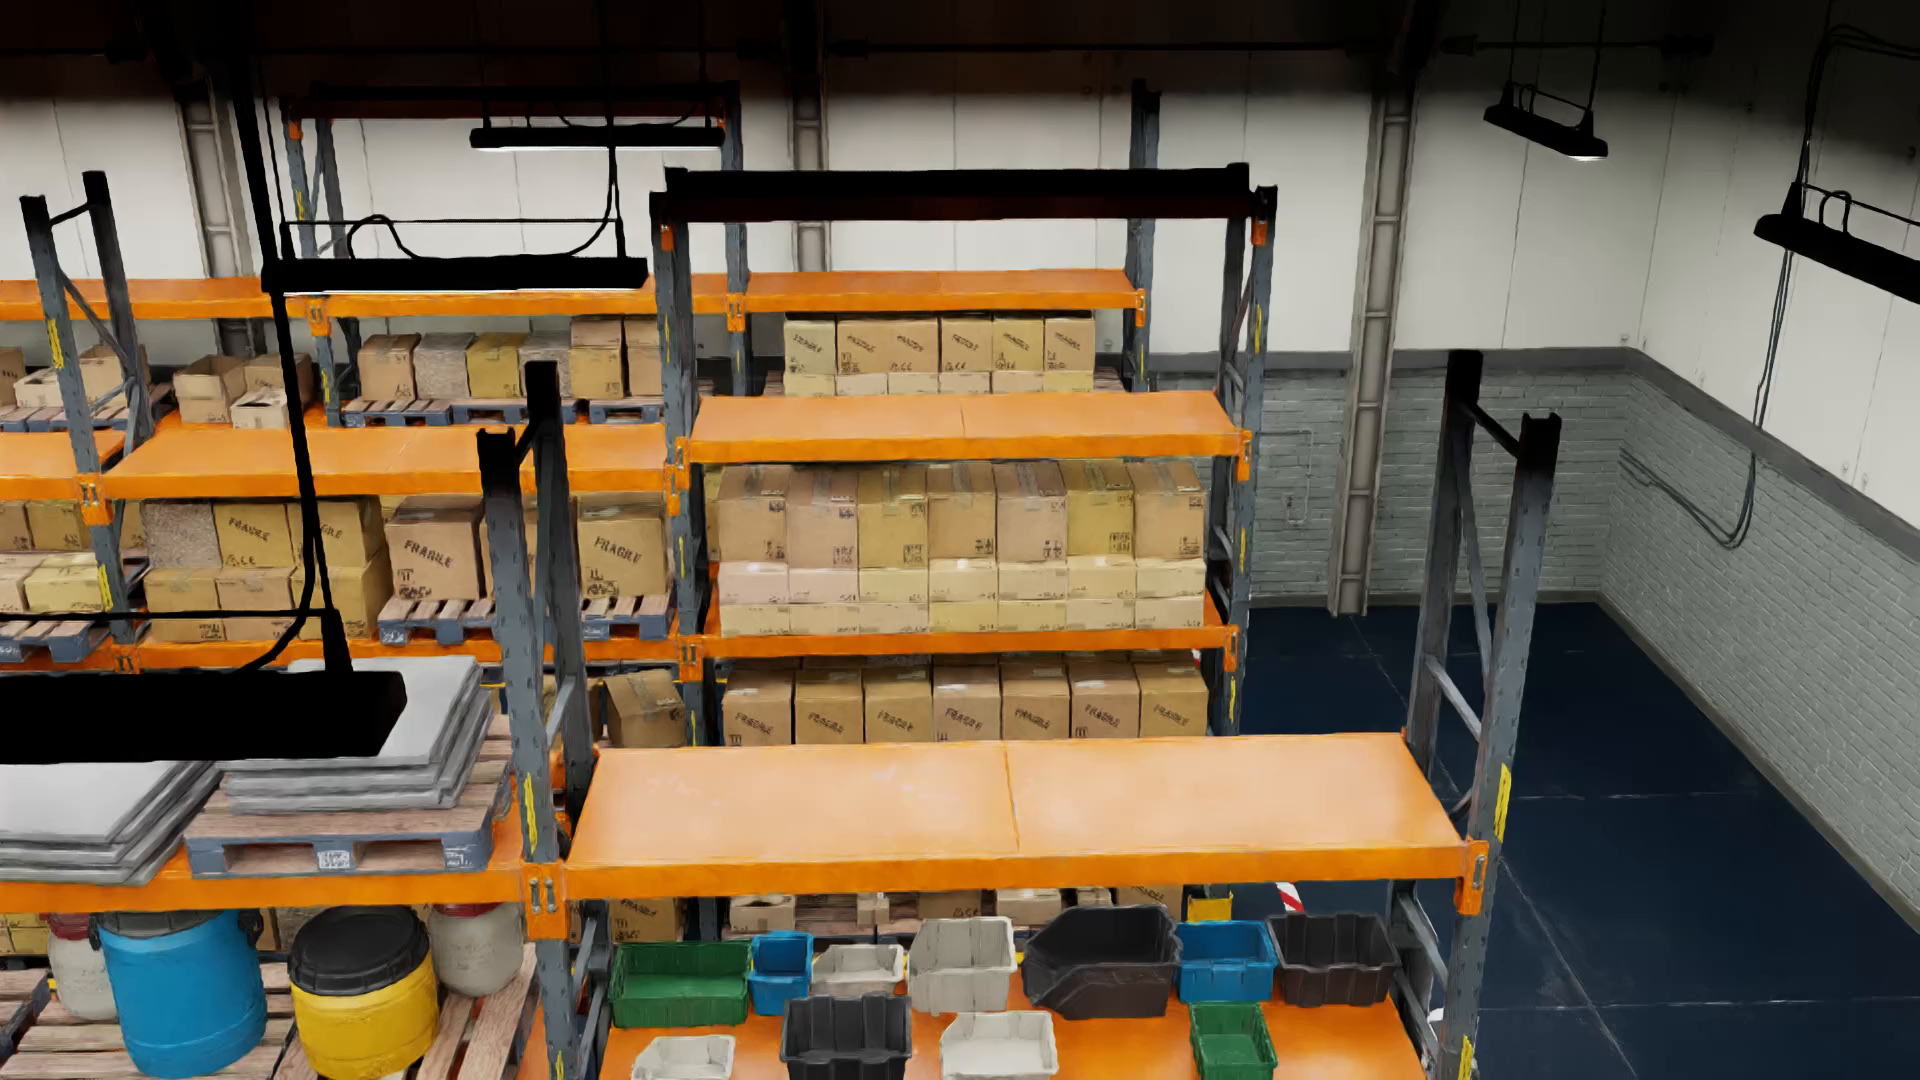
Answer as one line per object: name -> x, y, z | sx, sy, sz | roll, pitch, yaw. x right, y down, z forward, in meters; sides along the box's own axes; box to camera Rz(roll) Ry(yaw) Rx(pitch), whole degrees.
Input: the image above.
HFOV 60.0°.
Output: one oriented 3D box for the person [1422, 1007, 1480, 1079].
person -> 2.826, 3.565, 9.979 | 0.587, 1.779, 0.399 | 0, 22, 0
